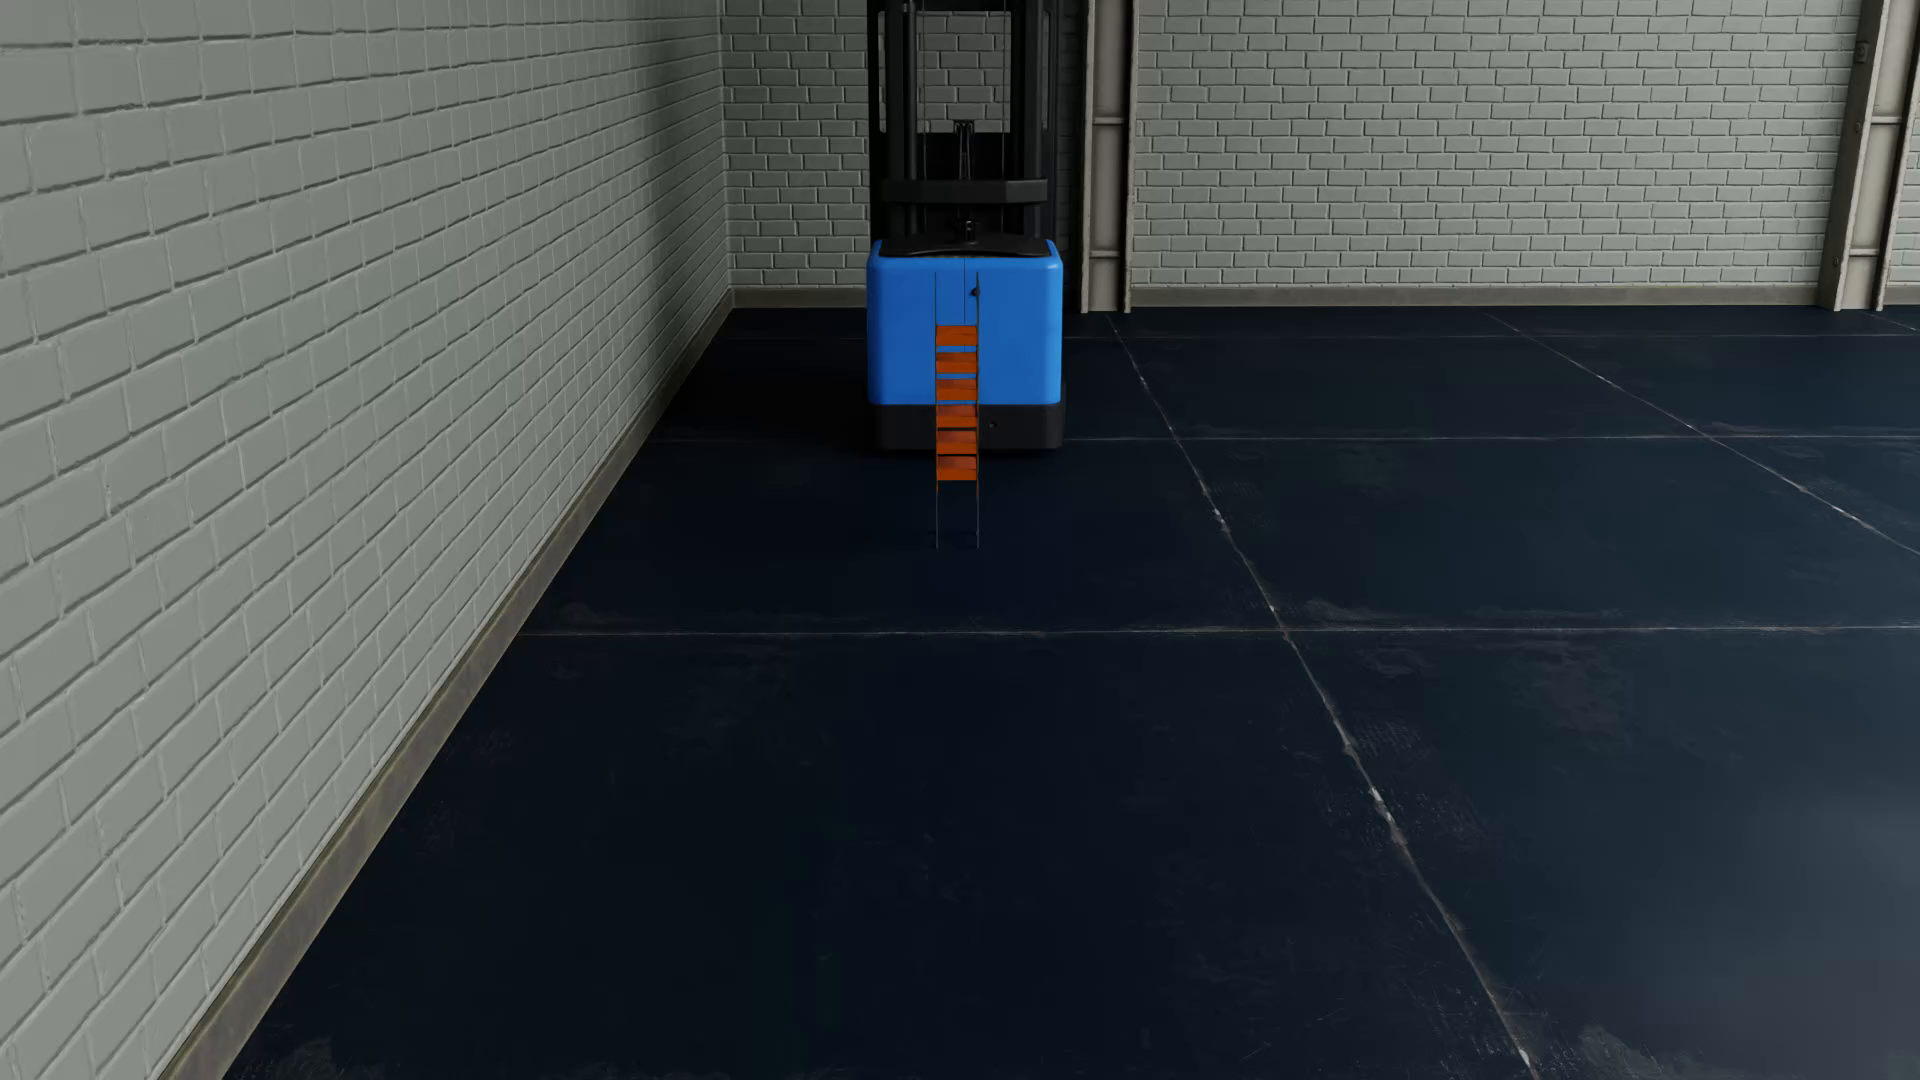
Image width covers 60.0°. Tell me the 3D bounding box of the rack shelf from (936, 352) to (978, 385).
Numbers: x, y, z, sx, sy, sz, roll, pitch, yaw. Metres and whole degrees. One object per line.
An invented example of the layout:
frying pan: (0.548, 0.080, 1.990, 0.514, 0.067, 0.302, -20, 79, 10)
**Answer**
rack shelf: (-0.014, -0.757, 7.304, 0.180, 0.103, 0.258, 0, 18, -1)

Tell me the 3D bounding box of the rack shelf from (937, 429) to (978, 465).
rack shelf: (-0.014, -0.415, 7.414, 0.180, 0.103, 0.258, 0, 18, -1)

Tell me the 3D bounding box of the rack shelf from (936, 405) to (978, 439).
rack shelf: (-0.014, -0.529, 7.378, 0.180, 0.103, 0.258, 0, 18, -1)

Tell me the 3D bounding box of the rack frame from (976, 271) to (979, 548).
rack frame: (0.077, -0.572, 7.365, 0.006, 1.200, 0.240, 0, 18, -1)

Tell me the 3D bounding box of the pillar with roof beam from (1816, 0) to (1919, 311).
pillar with roof beam: (7.214, -4.842, 7.909, 0.400, 9.000, 9.100, 0, 18, -1)

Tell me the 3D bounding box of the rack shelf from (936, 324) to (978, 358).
rack shelf: (-0.014, -0.872, 7.268, 0.180, 0.103, 0.258, 0, 18, -1)

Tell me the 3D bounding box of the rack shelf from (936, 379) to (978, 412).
rack shelf: (-0.014, -0.643, 7.341, 0.180, 0.103, 0.258, 0, 18, -1)

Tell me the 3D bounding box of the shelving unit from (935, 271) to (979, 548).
shelving unit: (-0.014, -0.571, 7.364, 0.189, 1.200, 0.258, 0, 18, -1)

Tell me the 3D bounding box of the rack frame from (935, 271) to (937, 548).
rack frame: (-0.106, -0.571, 7.363, 0.006, 1.200, 0.240, 0, 18, -1)

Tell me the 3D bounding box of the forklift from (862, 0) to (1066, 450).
forklift: (0.019, -2.268, 9.819, 1.130, 2.935, 3.031, 0, 18, 0)

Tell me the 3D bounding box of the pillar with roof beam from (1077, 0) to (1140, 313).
pillar with roof beam: (1.215, -4.813, 7.818, 0.400, 9.000, 9.100, 0, 18, -1)

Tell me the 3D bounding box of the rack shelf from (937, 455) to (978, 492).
rack shelf: (-0.014, -0.300, 7.451, 0.180, 0.103, 0.258, 0, 18, -1)
